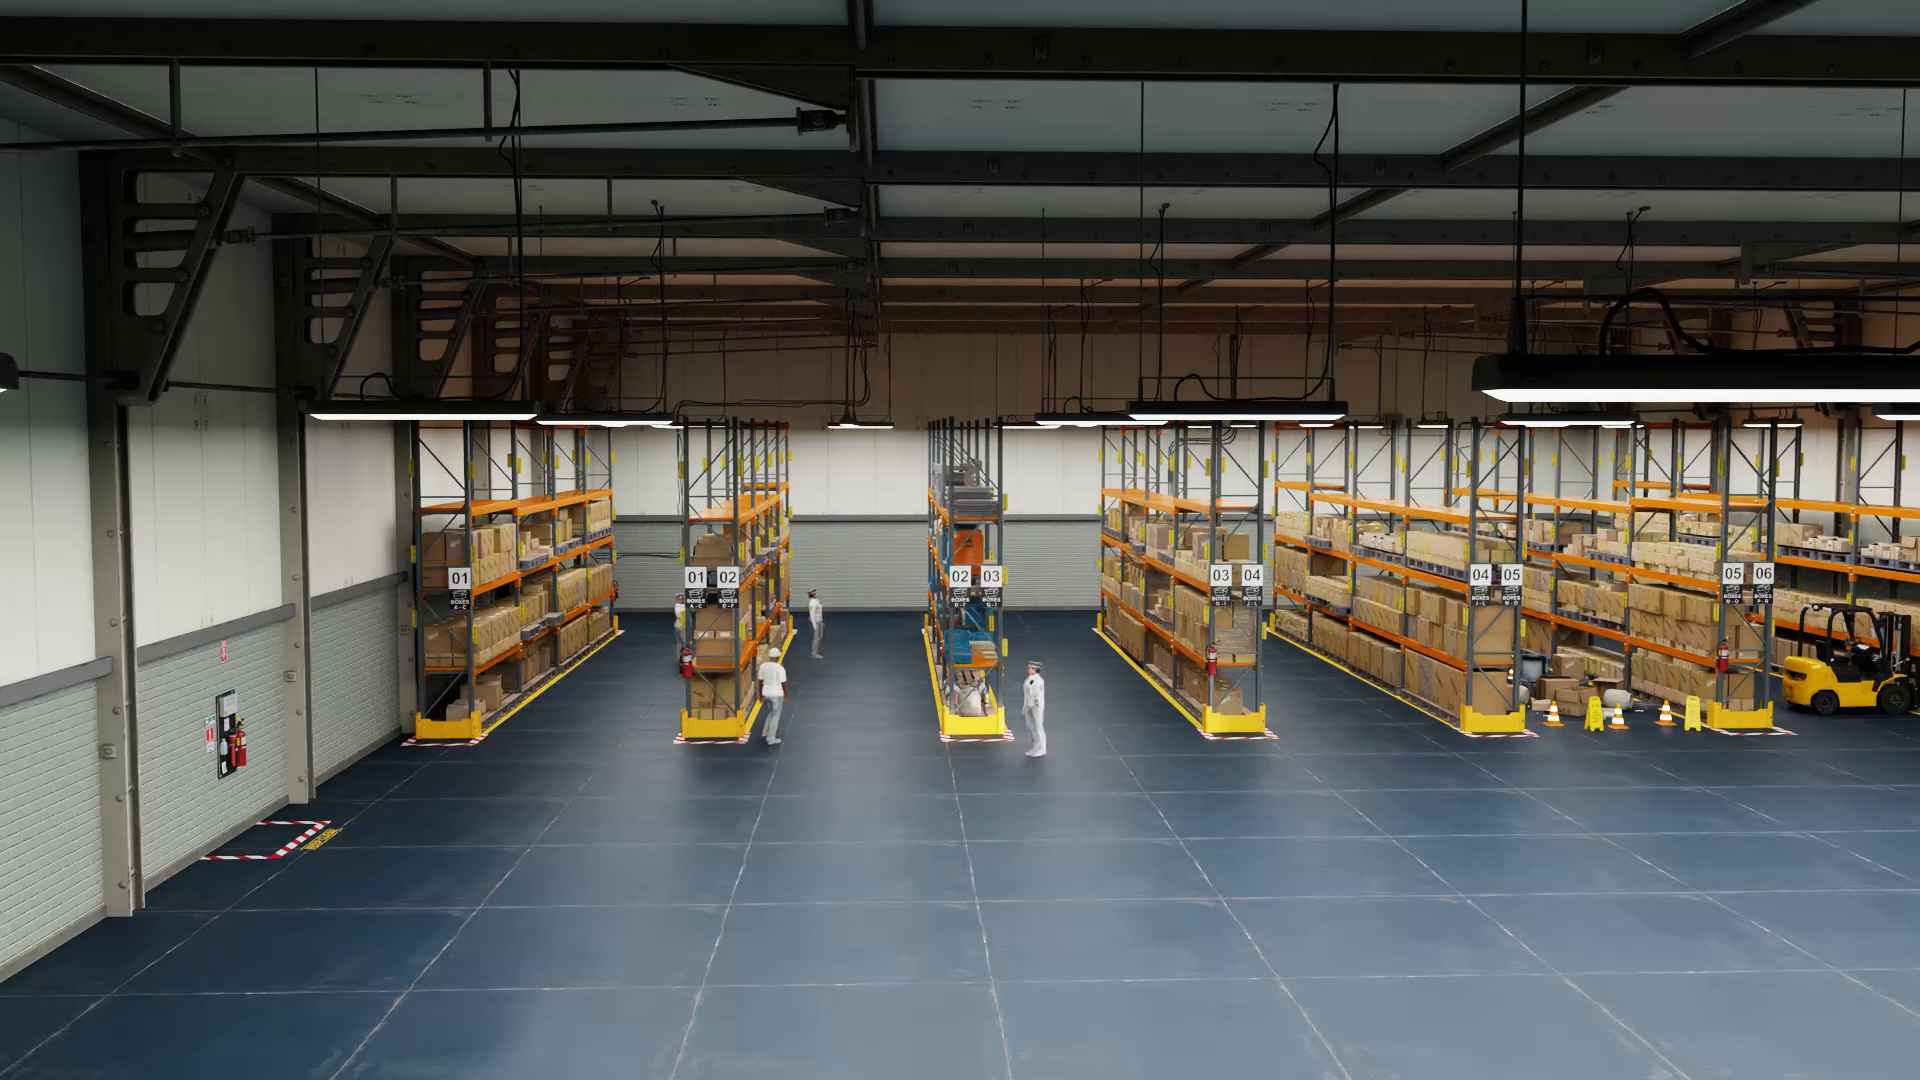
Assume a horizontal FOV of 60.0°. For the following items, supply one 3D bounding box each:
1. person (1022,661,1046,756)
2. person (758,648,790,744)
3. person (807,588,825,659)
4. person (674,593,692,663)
[{"bbox_3d":[1.306,2.979,29.354,0.374,1.723,0.585,-2,4,-29],"label":"person"},{"bbox_3d":[-3.384,2.860,30.393,0.580,1.799,0.437,3,5,38],"label":"person"},{"bbox_3d":[-3.471,2.002,39.978,0.451,1.734,0.544,2,4,23],"label":"person"},{"bbox_3d":[-6.766,2.175,40.854,0.505,1.751,0.624,-1,4,-22],"label":"person"}]
